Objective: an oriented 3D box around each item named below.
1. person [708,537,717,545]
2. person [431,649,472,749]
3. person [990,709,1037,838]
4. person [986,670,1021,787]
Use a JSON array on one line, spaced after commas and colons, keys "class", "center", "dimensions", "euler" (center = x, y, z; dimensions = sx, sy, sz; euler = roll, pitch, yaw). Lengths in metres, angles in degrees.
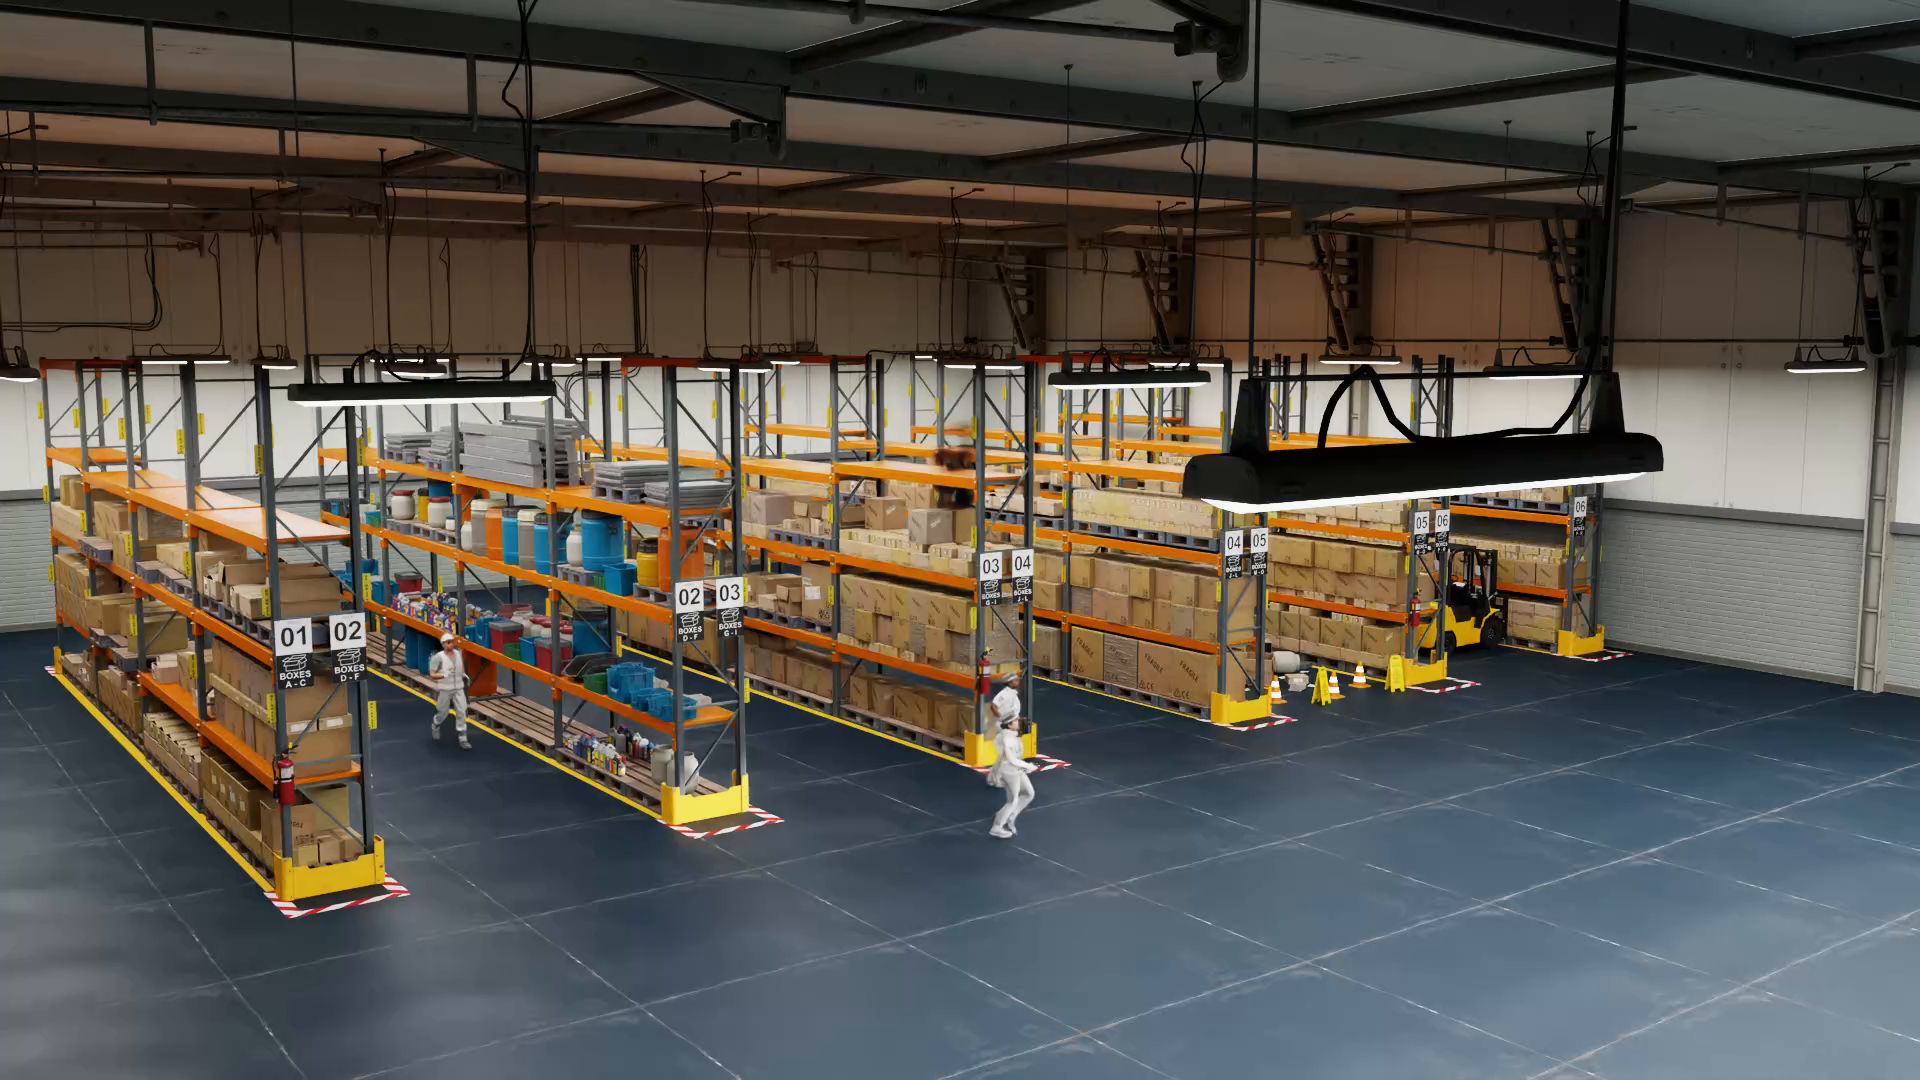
[{"class": "person", "center": [-6.041, 0.186, 40.681], "dimensions": [0.595, 0.892, 0.483], "euler": [4, 8, 31]}, {"class": "person", "center": [-7.887, 2.443, 25.900], "dimensions": [0.545, 1.516, 0.986], "euler": [-6, 9, -43]}, {"class": "person", "center": [0.680, 2.962, 21.215], "dimensions": [0.600, 1.654, 0.628], "euler": [0, 7, -1]}, {"class": "person", "center": [0.621, 2.677, 23.674], "dimensions": [0.455, 1.640, 0.529], "euler": [1, 7, 10]}]
